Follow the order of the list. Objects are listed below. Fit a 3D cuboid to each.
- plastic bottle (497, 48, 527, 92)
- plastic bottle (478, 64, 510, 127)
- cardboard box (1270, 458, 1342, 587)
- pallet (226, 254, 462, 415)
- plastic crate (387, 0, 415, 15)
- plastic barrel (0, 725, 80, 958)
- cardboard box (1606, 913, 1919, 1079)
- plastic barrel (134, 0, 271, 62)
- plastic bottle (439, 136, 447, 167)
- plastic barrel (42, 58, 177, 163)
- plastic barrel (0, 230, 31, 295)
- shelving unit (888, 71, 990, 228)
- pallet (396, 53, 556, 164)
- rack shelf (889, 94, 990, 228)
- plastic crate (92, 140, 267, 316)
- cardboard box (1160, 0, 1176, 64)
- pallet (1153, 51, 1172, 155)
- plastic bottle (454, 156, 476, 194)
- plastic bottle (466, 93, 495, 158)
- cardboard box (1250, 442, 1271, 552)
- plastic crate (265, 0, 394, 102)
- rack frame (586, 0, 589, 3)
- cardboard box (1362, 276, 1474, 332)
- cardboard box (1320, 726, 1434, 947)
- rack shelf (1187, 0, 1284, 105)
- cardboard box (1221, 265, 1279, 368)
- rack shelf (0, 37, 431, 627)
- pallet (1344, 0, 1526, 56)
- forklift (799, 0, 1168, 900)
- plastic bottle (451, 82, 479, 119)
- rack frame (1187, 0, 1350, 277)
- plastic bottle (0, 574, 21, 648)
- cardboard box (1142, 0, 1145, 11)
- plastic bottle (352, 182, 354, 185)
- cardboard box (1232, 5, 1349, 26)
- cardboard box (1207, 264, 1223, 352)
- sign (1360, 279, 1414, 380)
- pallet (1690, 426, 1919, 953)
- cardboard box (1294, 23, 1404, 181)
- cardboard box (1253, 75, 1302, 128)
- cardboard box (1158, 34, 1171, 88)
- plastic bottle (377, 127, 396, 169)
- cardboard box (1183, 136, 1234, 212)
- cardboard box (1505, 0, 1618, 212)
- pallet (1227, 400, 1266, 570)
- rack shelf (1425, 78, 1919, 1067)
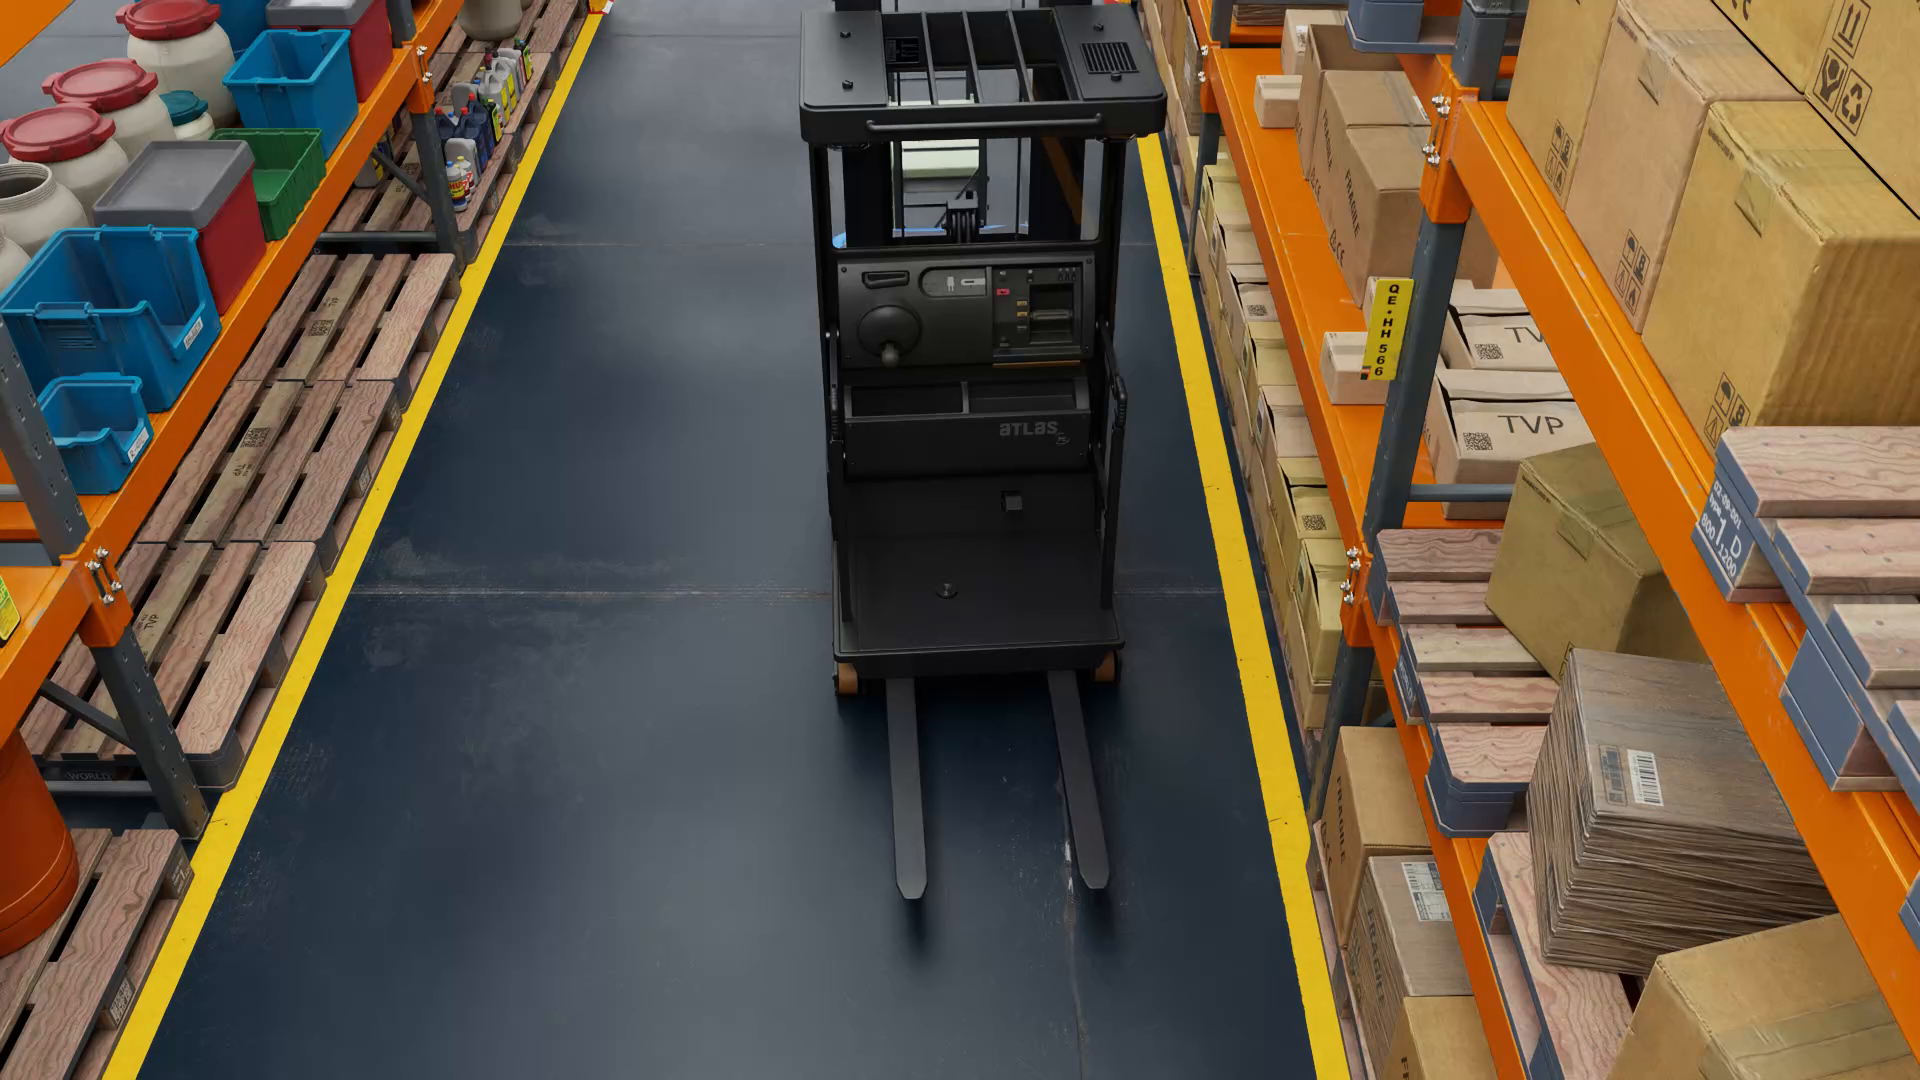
[{"bbox_3d":[-2.800,-2.941,10.347,0.152,0.276,0.135,0,39,0],"label":"plastic bottle"},{"bbox_3d":[-2.796,-2.663,9.941,0.144,0.351,0.185,0,39,0],"label":"plastic bottle"},{"bbox_3d":[1.495,-0.098,6.389,0.500,0.311,0.500,-1,39,-1],"label":"cardboard box"},{"bbox_3d":[-3.169,-1.057,8.400,1.003,0.211,1.213,0,39,0],"label":"pallet"},{"bbox_3d":[-3.082,-2.940,8.569,0.767,0.338,0.504,0,39,0],"label":"plastic crate"},{"bbox_3d":[-3.187,0.854,5.185,0.600,0.830,0.708,0,39,0],"label":"plastic barrel"},{"bbox_3d":[1.690,1.057,3.116,0.700,0.500,0.500,-9,40,-11],"label":"cardboard box"},{"bbox_3d":[-3.512,-2.590,7.683,0.600,0.901,0.708,0,39,0],"label":"plastic barrel"},{"bbox_3d":[-2.905,-2.149,9.354,0.061,0.283,0.133,0,39,0],"label":"plastic bottle"},{"bbox_3d":[-3.426,-1.632,6.779,0.433,0.535,0.433,0,39,0],"label":"plastic barrel"},{"bbox_3d":[-3.419,-0.822,5.787,0.421,0.512,0.421,0,39,0],"label":"plastic barrel"},{"bbox_3d":[-0.112,-1.396,7.793,0.431,1.500,0.755,-3,39,-3],"label":"shelving unit"},{"bbox_3d":[-3.172,-2.733,10.492,1.003,0.211,1.213,0,39,0],"label":"pallet"},{"bbox_3d":[-0.112,-1.701,7.549,0.431,0.370,0.720,-3,39,-3],"label":"rack shelf"},{"bbox_3d":[-2.900,-1.171,6.261,0.402,0.464,0.583,0,39,0],"label":"plastic crate"},{"bbox_3d":[1.517,-3.249,10.169,0.500,0.500,0.500,0,39,0],"label":"cardboard box"},{"bbox_3d":[1.781,-2.812,10.590,1.003,0.211,1.213,0,39,0],"label":"pallet"},{"bbox_3d":[-2.771,-2.043,9.286,0.097,0.201,0.097,0,39,0],"label":"plastic bottle"},{"bbox_3d":[-2.795,-2.398,9.610,0.144,0.351,0.185,-2,39,-2],"label":"plastic bottle"},{"bbox_3d":[1.503,-0.193,6.955,0.500,0.250,0.500,1,39,1],"label":"cardboard box"},{"bbox_3d":[-2.903,-2.359,7.744,0.402,0.464,0.583,0,39,0],"label":"plastic crate"},{"bbox_3d":[-3.214,-5.138,11.263,1.000,3.000,0.127,0,39,0],"label":"rack frame"},{"bbox_3d":[1.691,-0.836,6.095,0.380,0.149,0.250,3,39,3],"label":"cardboard box"},{"bbox_3d":[1.464,0.952,5.310,0.500,0.500,0.500,2,39,2],"label":"cardboard box"},{"bbox_3d":[1.742,-3.608,9.928,1.077,0.370,4.000,0,39,0],"label":"rack shelf"},{"bbox_3d":[1.493,-1.052,7.579,0.500,0.311,0.500,-1,39,-2],"label":"cardboard box"},{"bbox_3d":[-3.207,-1.105,6.805,1.077,0.370,4.000,0,39,0],"label":"rack shelf"},{"bbox_3d":[1.659,-1.657,4.672,1.213,0.211,1.003,2,39,2],"label":"pallet"},{"bbox_3d":[0.044,-0.756,5.849,1.130,2.935,3.031,-3,39,-3],"label":"forklift"},{"bbox_3d":[-2.944,-2.618,9.945,0.152,0.276,0.135,0,39,0],"label":"plastic bottle"},{"bbox_3d":[1.744,-2.638,8.143,1.000,3.000,0.127,0,39,0],"label":"rack frame"},{"bbox_3d":[-2.777,0.163,4.741,0.061,0.283,0.133,0,39,0],"label":"plastic bottle"},{"bbox_3d":[1.518,-3.894,11.574,0.500,0.250,0.500,0,39,0],"label":"cardboard box"},{"bbox_3d":[-3.498,-2.177,9.334,0.144,0.351,0.185,-1,39,-1],"label":"plastic bottle"},{"bbox_3d":[1.737,-2.954,8.458,0.700,0.500,0.500,-1,39,-1],"label":"cardboard box"},{"bbox_3d":[1.496,-1.156,8.157,0.500,0.250,0.500,1,39,1],"label":"cardboard box"},{"bbox_3d":[1.194,-0.586,4.656,0.100,0.325,0.005,0,39,0],"label":"sign"},{"bbox_3d":[1.819,0.212,2.339,1.213,0.211,1.003,0,39,0],"label":"pallet"},{"bbox_3d":[1.729,-1.867,7.101,0.500,0.500,0.500,3,39,3],"label":"cardboard box"},{"bbox_3d":[1.541,-1.985,7.530,0.380,0.149,0.250,0,39,0],"label":"cardboard box"},{"bbox_3d":[1.518,-2.956,10.403,0.500,0.250,0.500,0,39,0],"label":"cardboard box"},{"bbox_3d":[-3.350,-2.284,9.527,0.152,0.276,0.135,0,39,0],"label":"plastic bottle"},{"bbox_3d":[1.525,-2.018,9.233,0.500,0.250,0.500,0,39,0],"label":"cardboard box"},{"bbox_3d":[1.783,-1.073,3.712,0.910,0.500,0.500,0,39,0],"label":"cardboard box"},{"bbox_3d":[1.788,-0.324,7.485,1.003,0.211,1.213,0,39,0],"label":"pallet"},{"bbox_3d":[1.751,0.225,2.748,1.077,0.370,4.000,0,39,0],"label":"rack shelf"}]
